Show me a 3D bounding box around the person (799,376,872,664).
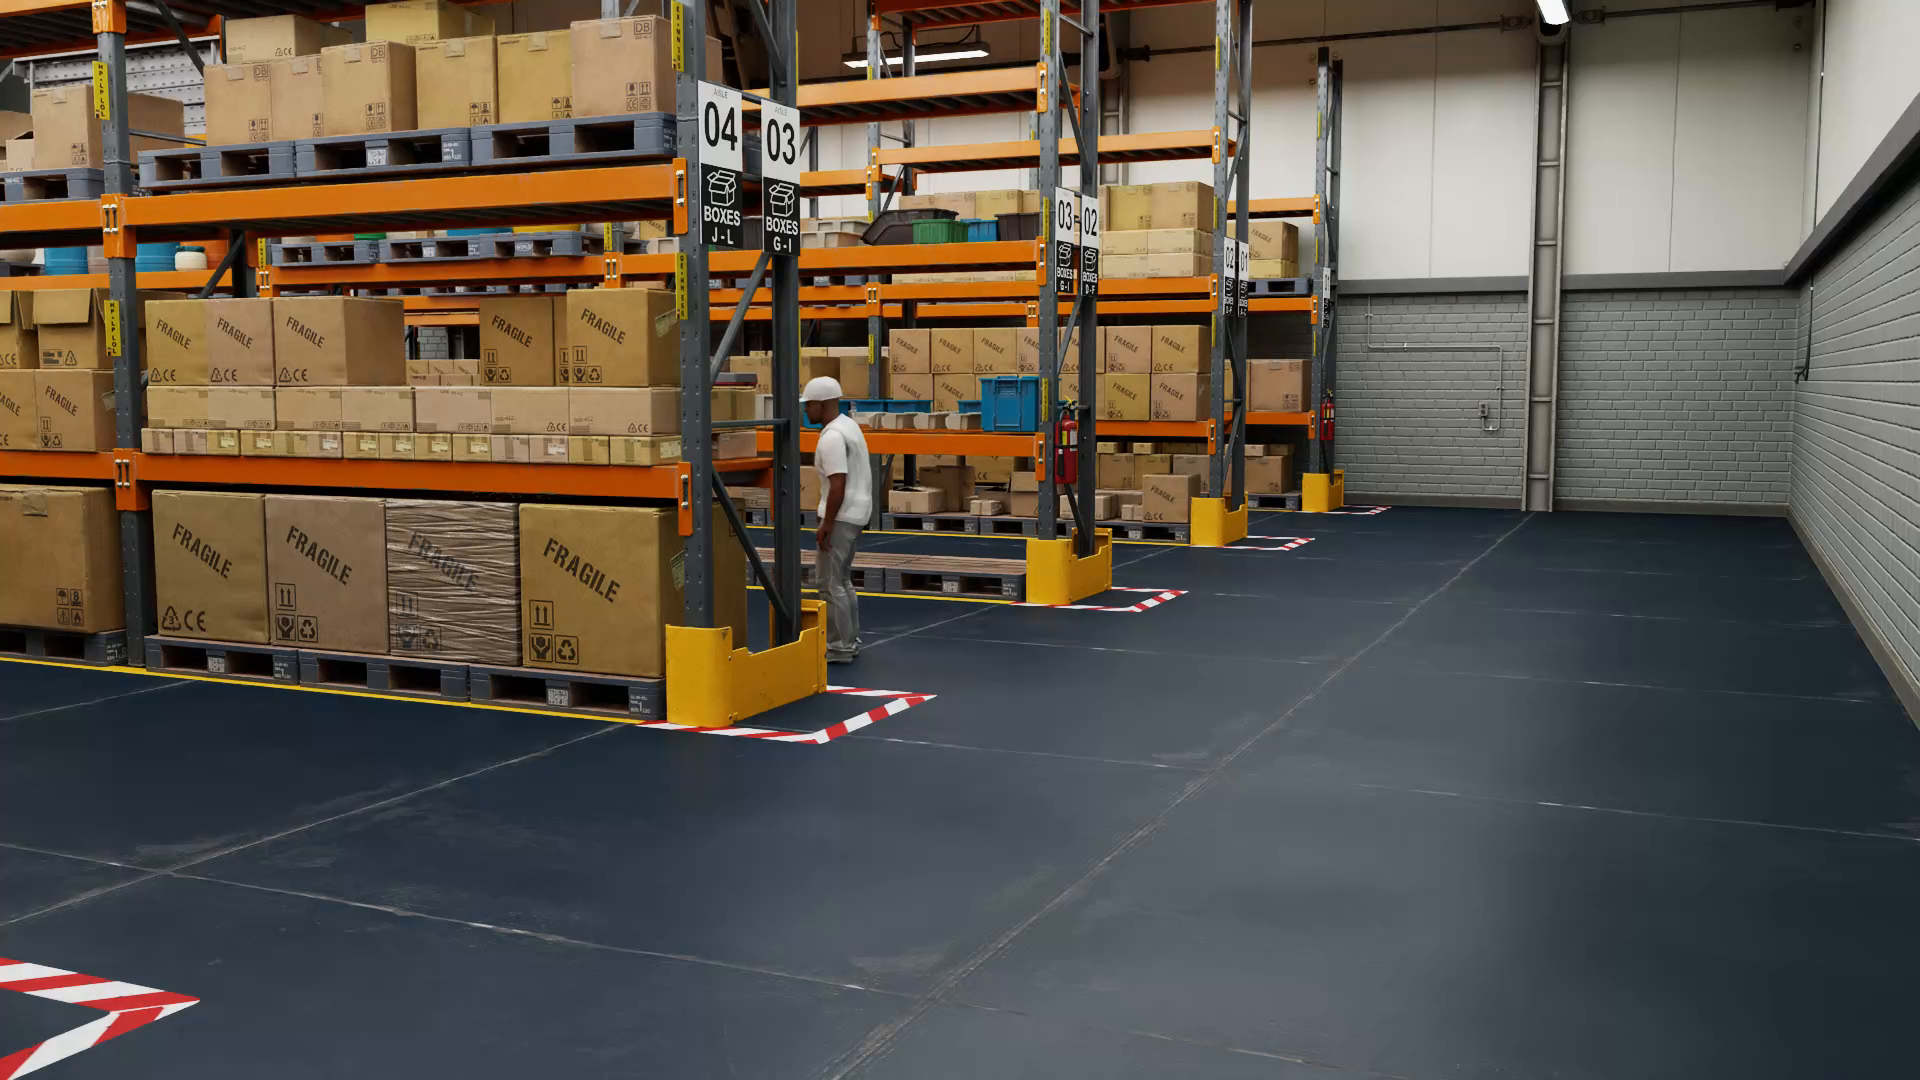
[{"bbox_3d":[-0.776,-0.128,10.277,0.460,1.759,0.630,1,6,5],"label":"person"}]
